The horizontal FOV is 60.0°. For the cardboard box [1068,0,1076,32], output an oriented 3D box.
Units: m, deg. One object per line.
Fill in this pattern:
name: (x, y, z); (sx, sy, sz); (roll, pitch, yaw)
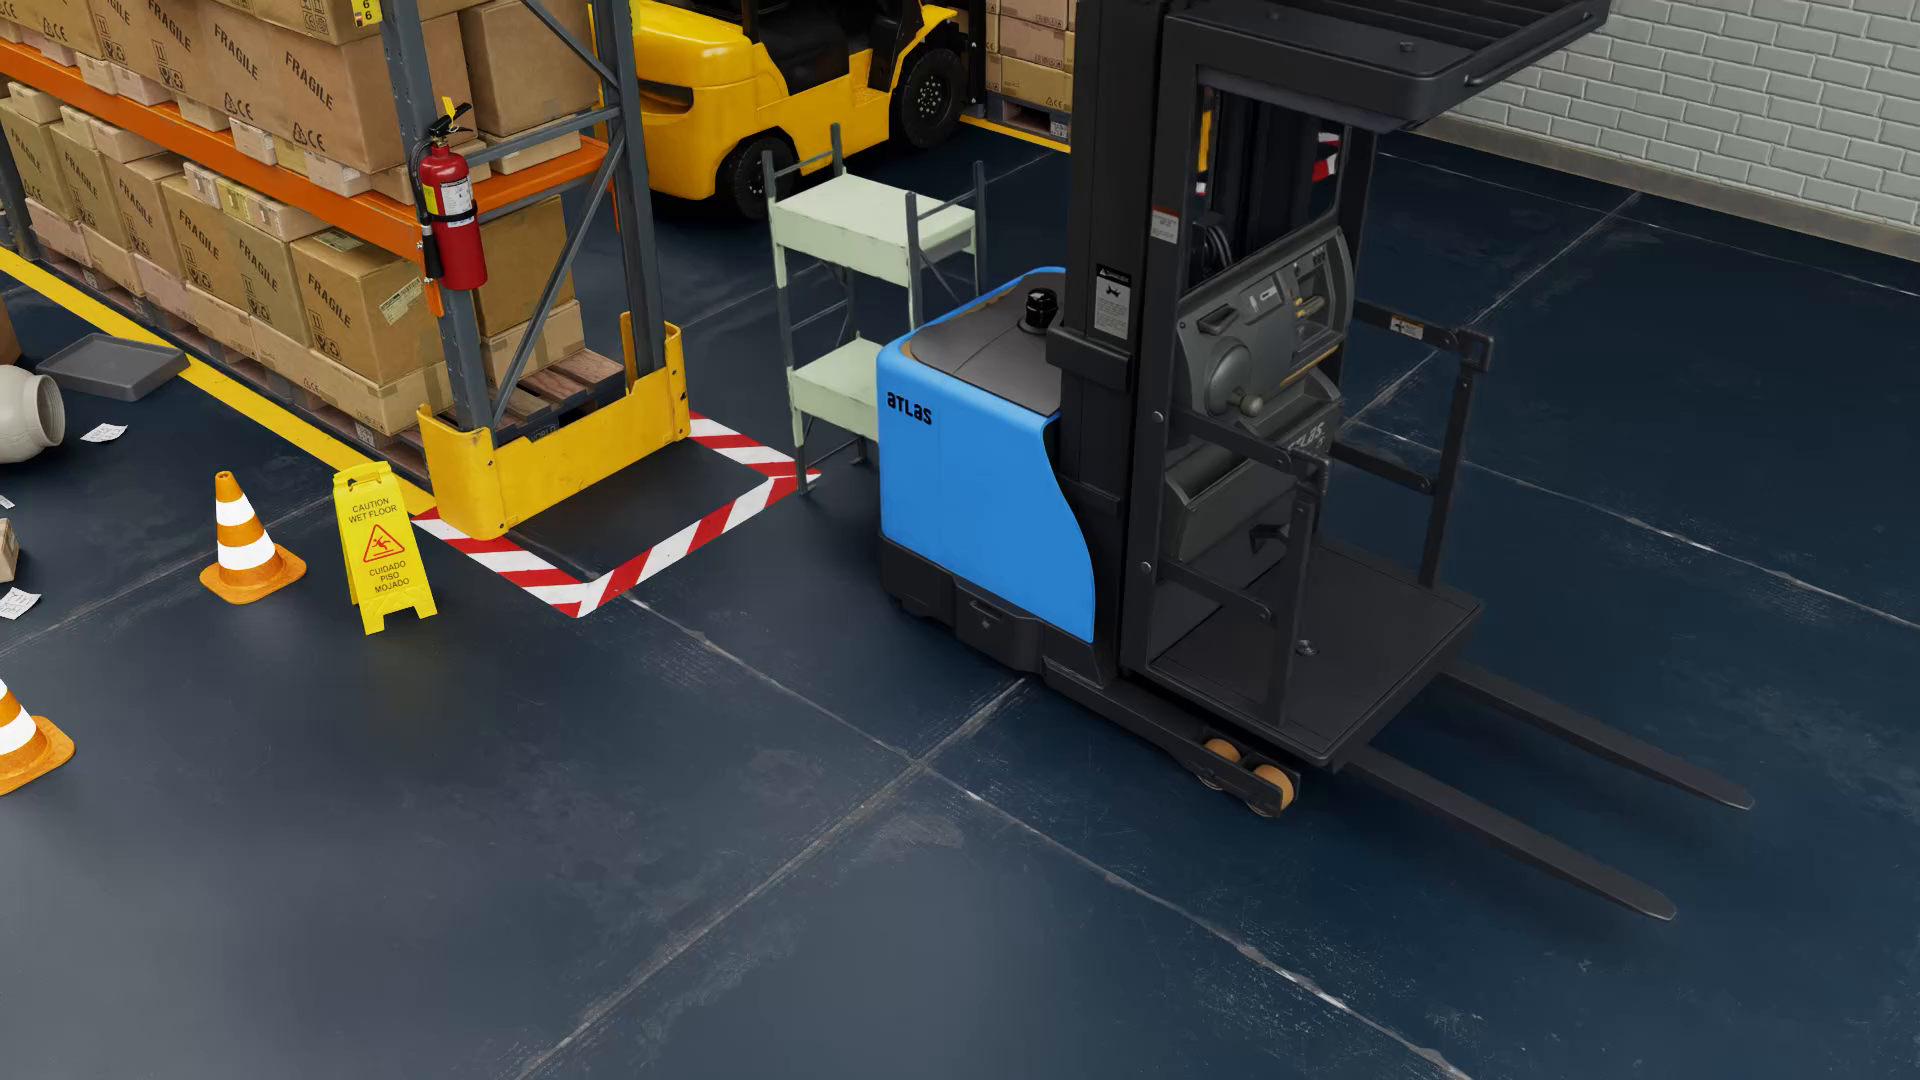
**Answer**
cardboard box: (0.993, -3.151, 9.864); (0.500, 0.250, 0.500); (27, 43, 33)

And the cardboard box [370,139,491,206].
cardboard box: (-2.051, -1.446, 6.428); (0.250, 0.149, 0.380); (27, 43, 33)

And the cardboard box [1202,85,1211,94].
cardboard box: (1.294, -2.971, 10.484); (0.500, 0.250, 0.500); (25, 42, 32)

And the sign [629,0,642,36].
sign: (-1.280, -2.100, 6.394); (0.005, 0.325, 0.100); (25, 42, 32)

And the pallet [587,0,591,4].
pallet: (-2.119, -4.218, 12.705); (1.213, 0.211, 1.003); (25, 42, 32)

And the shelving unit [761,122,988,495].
shelving unit: (-0.299, -0.785, 6.537); (0.755, 1.500, 0.431); (24, 41, 35)

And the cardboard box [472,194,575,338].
cardboard box: (-2.089, -1.277, 7.355); (0.500, 0.500, 0.500); (24, 41, 30)

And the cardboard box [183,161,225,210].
cardboard box: (-3.127, -1.593, 7.242); (0.250, 0.149, 0.380); (27, 43, 34)

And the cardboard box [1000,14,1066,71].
cardboard box: (0.593, -3.141, 10.290); (0.500, 0.250, 0.500); (25, 42, 31)

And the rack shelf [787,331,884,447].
rack shelf: (-0.285, -0.512, 6.715); (0.720, 0.370, 0.431); (24, 41, 35)

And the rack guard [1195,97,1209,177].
rack guard: (1.565, -2.629, 10.137); (0.348, 0.500, 1.175); (25, 42, 32)

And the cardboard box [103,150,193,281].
cardboard box: (-3.604, -1.596, 7.821); (0.500, 0.500, 0.500); (28, 43, 34)

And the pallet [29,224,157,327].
pallet: (-4.162, -1.579, 8.863); (1.213, 0.211, 1.003); (25, 42, 32)

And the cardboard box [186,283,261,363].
cardboard box: (-3.219, -1.101, 7.761); (0.500, 0.250, 0.500); (24, 41, 30)

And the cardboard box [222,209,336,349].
cardboard box: (-2.813, -1.220, 7.273); (0.500, 0.500, 0.500); (27, 43, 33)

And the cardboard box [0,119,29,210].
cardboard box: (-5.106, -2.235, 9.305); (0.625, 0.372, 0.950); (26, 42, 32)

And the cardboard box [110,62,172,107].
cardboard box: (-3.475, -2.052, 7.311); (0.250, 0.149, 0.380); (25, 42, 32)

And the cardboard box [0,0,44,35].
cardboard box: (-4.141, -2.668, 7.634); (0.500, 0.500, 0.500); (25, 42, 32)

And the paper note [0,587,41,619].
paper note: (-3.627, 0.240, 6.373); (0.142, 0.019, 0.148); (12, 36, 16)

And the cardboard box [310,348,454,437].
cardboard box: (-2.439, -0.731, 7.223); (0.500, 0.250, 0.500); (25, 42, 32)

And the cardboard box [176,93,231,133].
cardboard box: (-3.079, -1.879, 7.058); (0.250, 0.149, 0.380); (25, 42, 31)

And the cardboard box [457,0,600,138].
cardboard box: (-1.813, -1.963, 6.608); (0.500, 0.500, 0.500); (25, 41, 31)

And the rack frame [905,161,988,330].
rack frame: (-0.023, -0.663, 6.330); (0.023, 1.500, 0.400); (24, 41, 35)

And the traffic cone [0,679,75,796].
traffic cone: (-3.232, 0.550, 5.540); (0.334, 0.463, 0.336); (25, 42, 32)

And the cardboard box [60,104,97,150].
cardboard box: (-3.967, -1.984, 7.812); (0.250, 0.149, 0.380); (27, 43, 33)

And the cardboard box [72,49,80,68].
cardboard box: (-3.820, -2.259, 7.612); (0.250, 0.149, 0.380); (25, 42, 32)

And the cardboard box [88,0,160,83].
cardboard box: (-3.362, -2.306, 7.107); (0.500, 0.500, 0.500); (26, 42, 32)

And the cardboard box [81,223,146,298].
cardboard box: (-4.003, -1.476, 8.308); (0.500, 0.250, 0.500); (28, 43, 34)

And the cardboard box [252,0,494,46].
cardboard box: (-2.159, -2.173, 6.031); (0.500, 0.500, 0.700); (24, 41, 31)

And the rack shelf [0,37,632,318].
rack shelf: (-3.164, -1.935, 7.554); (4.000, 0.370, 1.077); (25, 42, 32)

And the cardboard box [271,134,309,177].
cardboard box: (-2.500, -1.592, 6.640); (0.250, 0.149, 0.380); (24, 41, 31)

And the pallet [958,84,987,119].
pallet: (-0.002, -3.220, 11.252); (1.213, 0.211, 1.003); (25, 42, 32)

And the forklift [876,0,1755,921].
forklift: (1.124, -0.643, 5.097); (3.031, 2.935, 1.130); (27, 43, 33)

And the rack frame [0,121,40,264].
rack frame: (-4.701, -2.956, 8.405); (0.127, 3.000, 1.000); (25, 42, 32)

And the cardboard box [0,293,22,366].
cardboard box: (-4.748, -0.947, 7.685); (0.500, 0.500, 0.500); (-6, 35, -8)

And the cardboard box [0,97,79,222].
cardboard box: (-4.420, -1.974, 8.370); (0.500, 0.500, 0.500); (27, 43, 34)

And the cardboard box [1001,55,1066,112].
cardboard box: (0.607, -2.925, 10.417); (0.500, 0.250, 0.500); (25, 42, 32)

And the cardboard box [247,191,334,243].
cardboard box: (-2.735, -1.404, 6.967); (0.250, 0.149, 0.380); (27, 43, 33)

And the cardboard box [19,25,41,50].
cardboard box: (-4.213, -2.447, 7.886); (0.250, 0.149, 0.380); (25, 42, 32)

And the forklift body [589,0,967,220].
forklift body: (-1.078, -3.212, 9.526); (1.214, 2.155, 2.313); (25, 42, 32)

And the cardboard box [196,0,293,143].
cardboard box: (-2.602, -1.931, 6.561); (0.500, 0.500, 0.500); (25, 42, 32)

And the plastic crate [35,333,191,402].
plastic crate: (-4.019, -0.827, 7.884); (0.583, 0.080, 0.402); (12, 36, 16)

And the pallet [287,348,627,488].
pallet: (-2.287, -0.695, 7.576); (1.213, 0.211, 1.003); (25, 42, 32)

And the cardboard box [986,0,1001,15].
cardboard box: (0.202, -3.512, 10.389); (0.500, 0.250, 0.500); (26, 42, 32)
